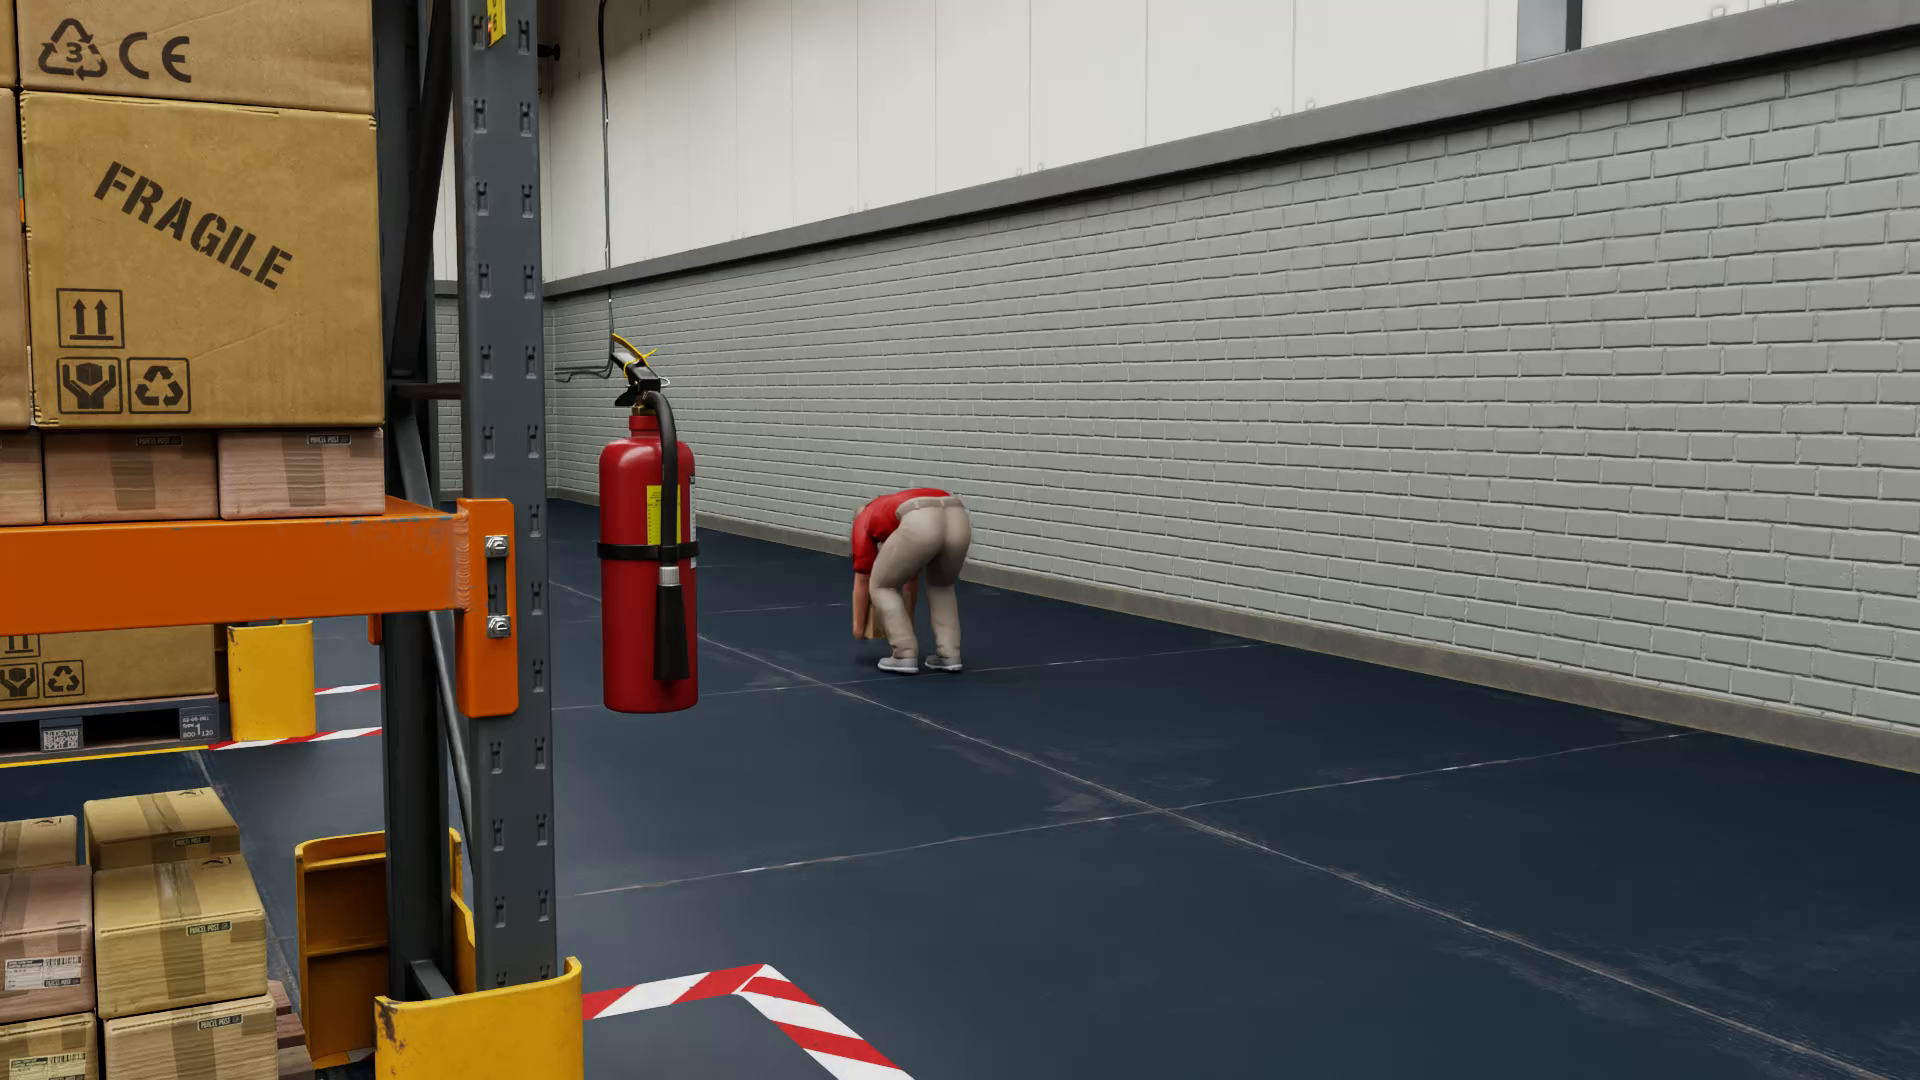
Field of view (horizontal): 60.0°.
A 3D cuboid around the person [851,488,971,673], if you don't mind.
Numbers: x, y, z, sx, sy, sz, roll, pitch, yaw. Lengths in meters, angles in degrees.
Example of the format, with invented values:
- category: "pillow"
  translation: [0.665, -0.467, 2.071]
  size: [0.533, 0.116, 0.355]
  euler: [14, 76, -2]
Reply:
- category: "person"
  translation: [-0.306, 0.204, 9.194]
  size: [0.509, 1.002, 0.960]
  euler: [-3, 6, -31]
